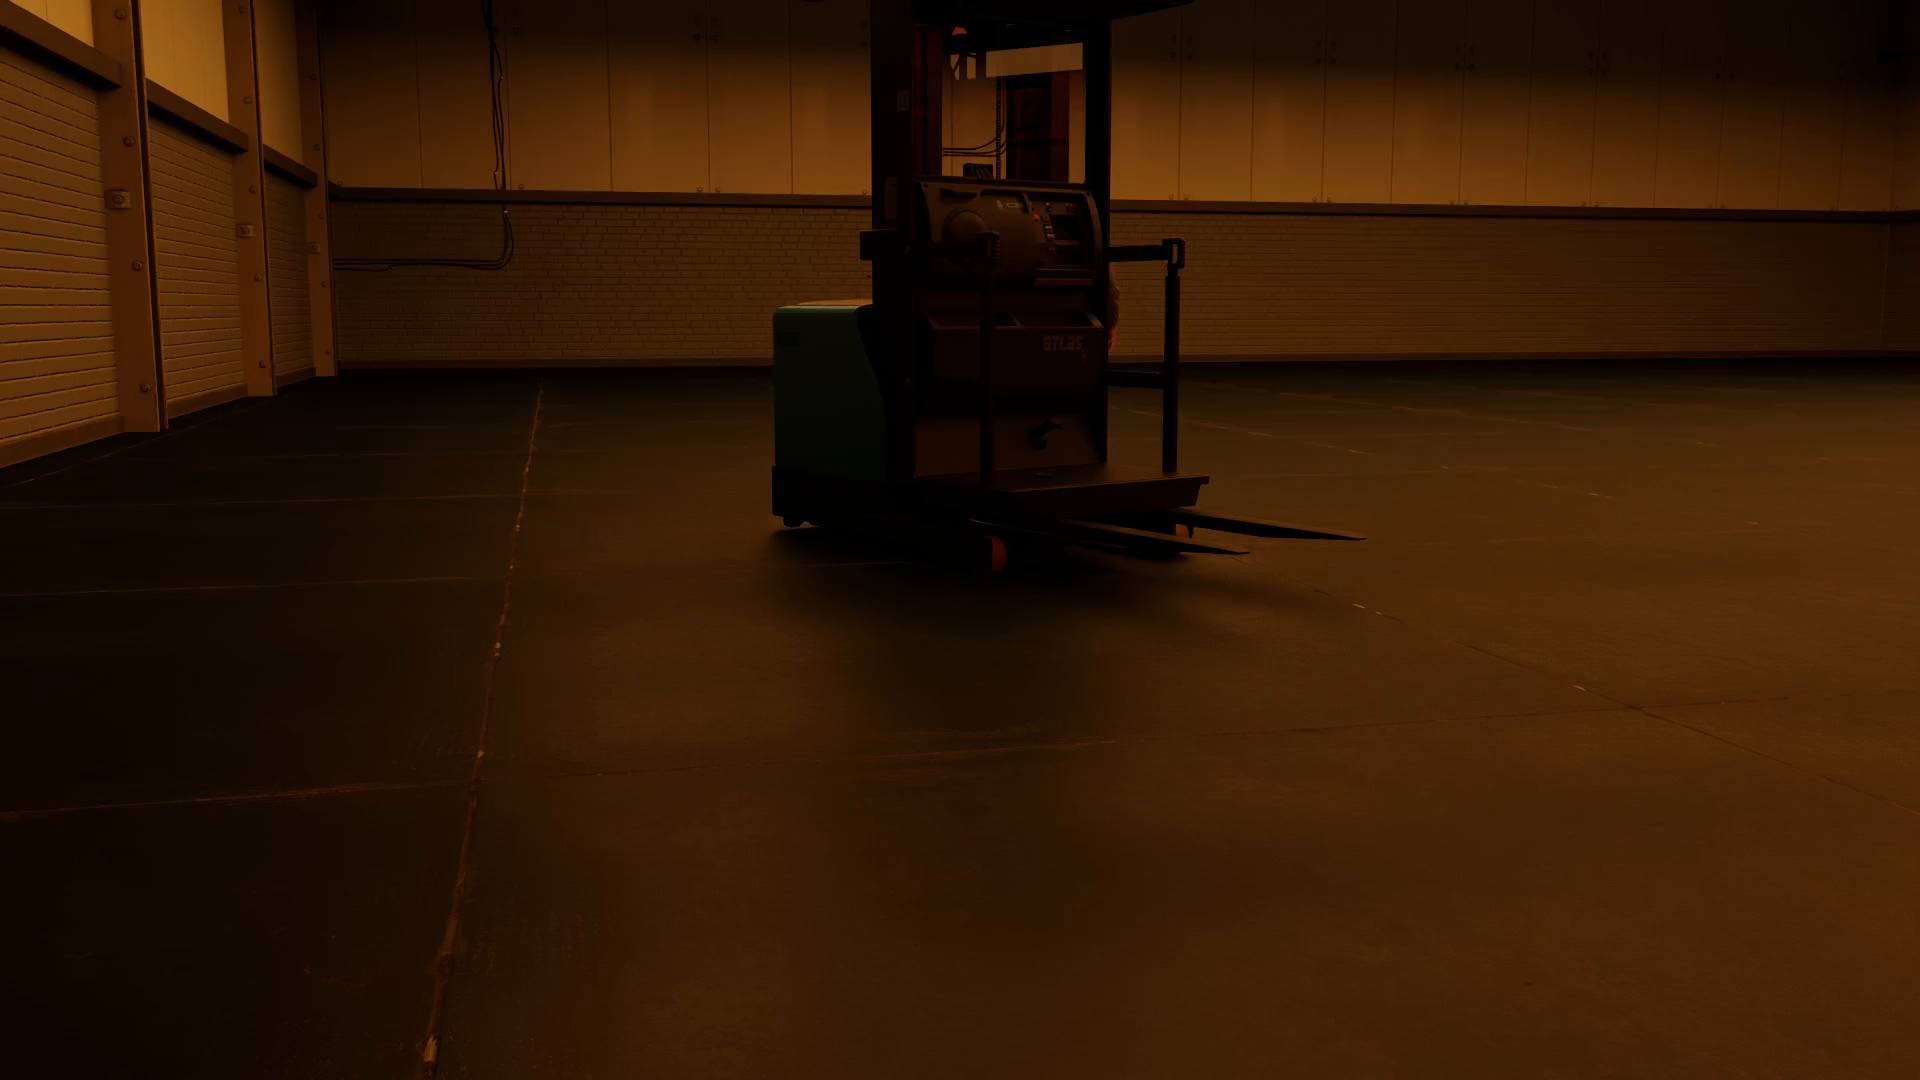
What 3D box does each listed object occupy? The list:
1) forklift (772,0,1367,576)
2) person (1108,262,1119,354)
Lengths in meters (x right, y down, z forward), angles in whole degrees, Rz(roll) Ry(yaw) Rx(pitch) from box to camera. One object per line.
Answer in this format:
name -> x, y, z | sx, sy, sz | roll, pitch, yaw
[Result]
forklift -> 0.355, -1.383, 7.015 | 1.130, 2.935, 3.031 | -6, 10, -35
person -> 0.693, -1.285, 10.625 | 0.632, 1.720, 0.569 | -2, 8, -12
